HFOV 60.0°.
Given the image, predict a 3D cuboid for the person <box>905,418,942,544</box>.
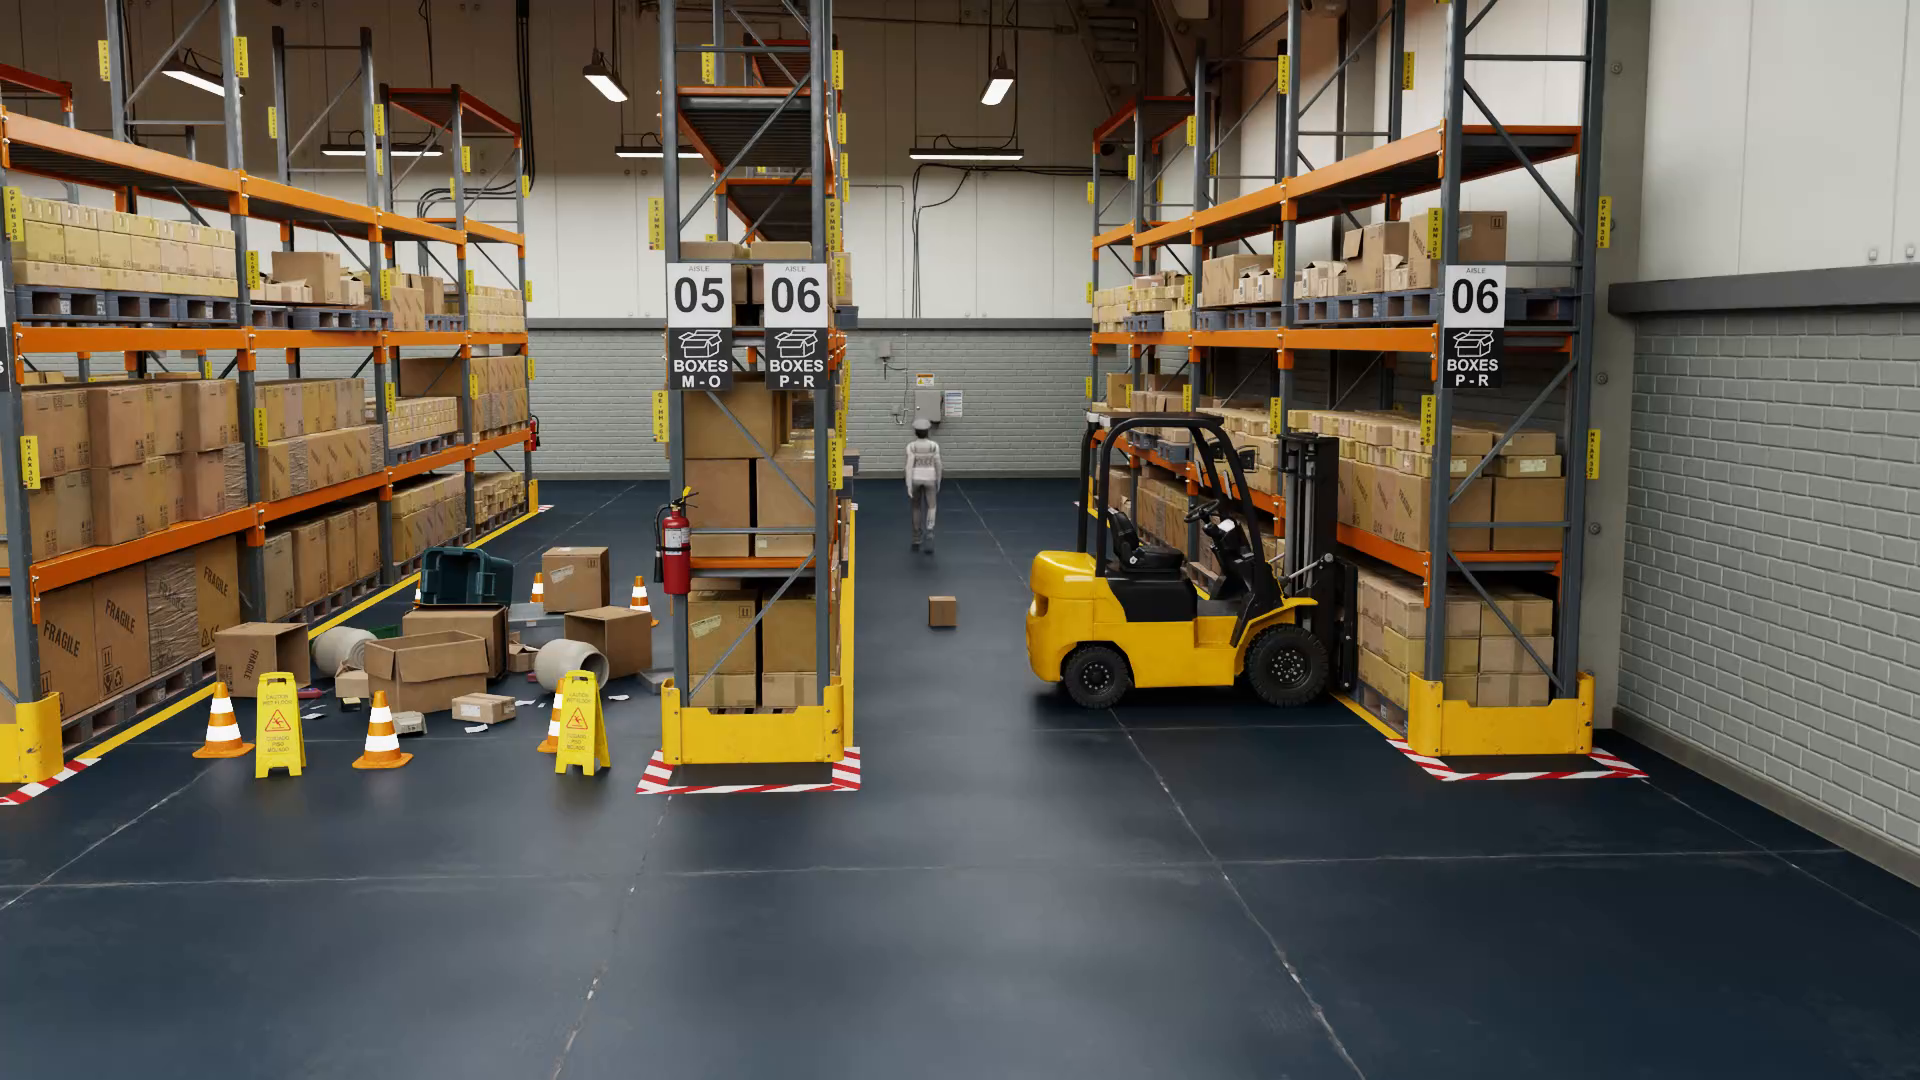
[{"bbox_3d":[-0.475,-0.751,21.745,0.482,1.651,0.797,0,7,-2],"label":"person"}]
